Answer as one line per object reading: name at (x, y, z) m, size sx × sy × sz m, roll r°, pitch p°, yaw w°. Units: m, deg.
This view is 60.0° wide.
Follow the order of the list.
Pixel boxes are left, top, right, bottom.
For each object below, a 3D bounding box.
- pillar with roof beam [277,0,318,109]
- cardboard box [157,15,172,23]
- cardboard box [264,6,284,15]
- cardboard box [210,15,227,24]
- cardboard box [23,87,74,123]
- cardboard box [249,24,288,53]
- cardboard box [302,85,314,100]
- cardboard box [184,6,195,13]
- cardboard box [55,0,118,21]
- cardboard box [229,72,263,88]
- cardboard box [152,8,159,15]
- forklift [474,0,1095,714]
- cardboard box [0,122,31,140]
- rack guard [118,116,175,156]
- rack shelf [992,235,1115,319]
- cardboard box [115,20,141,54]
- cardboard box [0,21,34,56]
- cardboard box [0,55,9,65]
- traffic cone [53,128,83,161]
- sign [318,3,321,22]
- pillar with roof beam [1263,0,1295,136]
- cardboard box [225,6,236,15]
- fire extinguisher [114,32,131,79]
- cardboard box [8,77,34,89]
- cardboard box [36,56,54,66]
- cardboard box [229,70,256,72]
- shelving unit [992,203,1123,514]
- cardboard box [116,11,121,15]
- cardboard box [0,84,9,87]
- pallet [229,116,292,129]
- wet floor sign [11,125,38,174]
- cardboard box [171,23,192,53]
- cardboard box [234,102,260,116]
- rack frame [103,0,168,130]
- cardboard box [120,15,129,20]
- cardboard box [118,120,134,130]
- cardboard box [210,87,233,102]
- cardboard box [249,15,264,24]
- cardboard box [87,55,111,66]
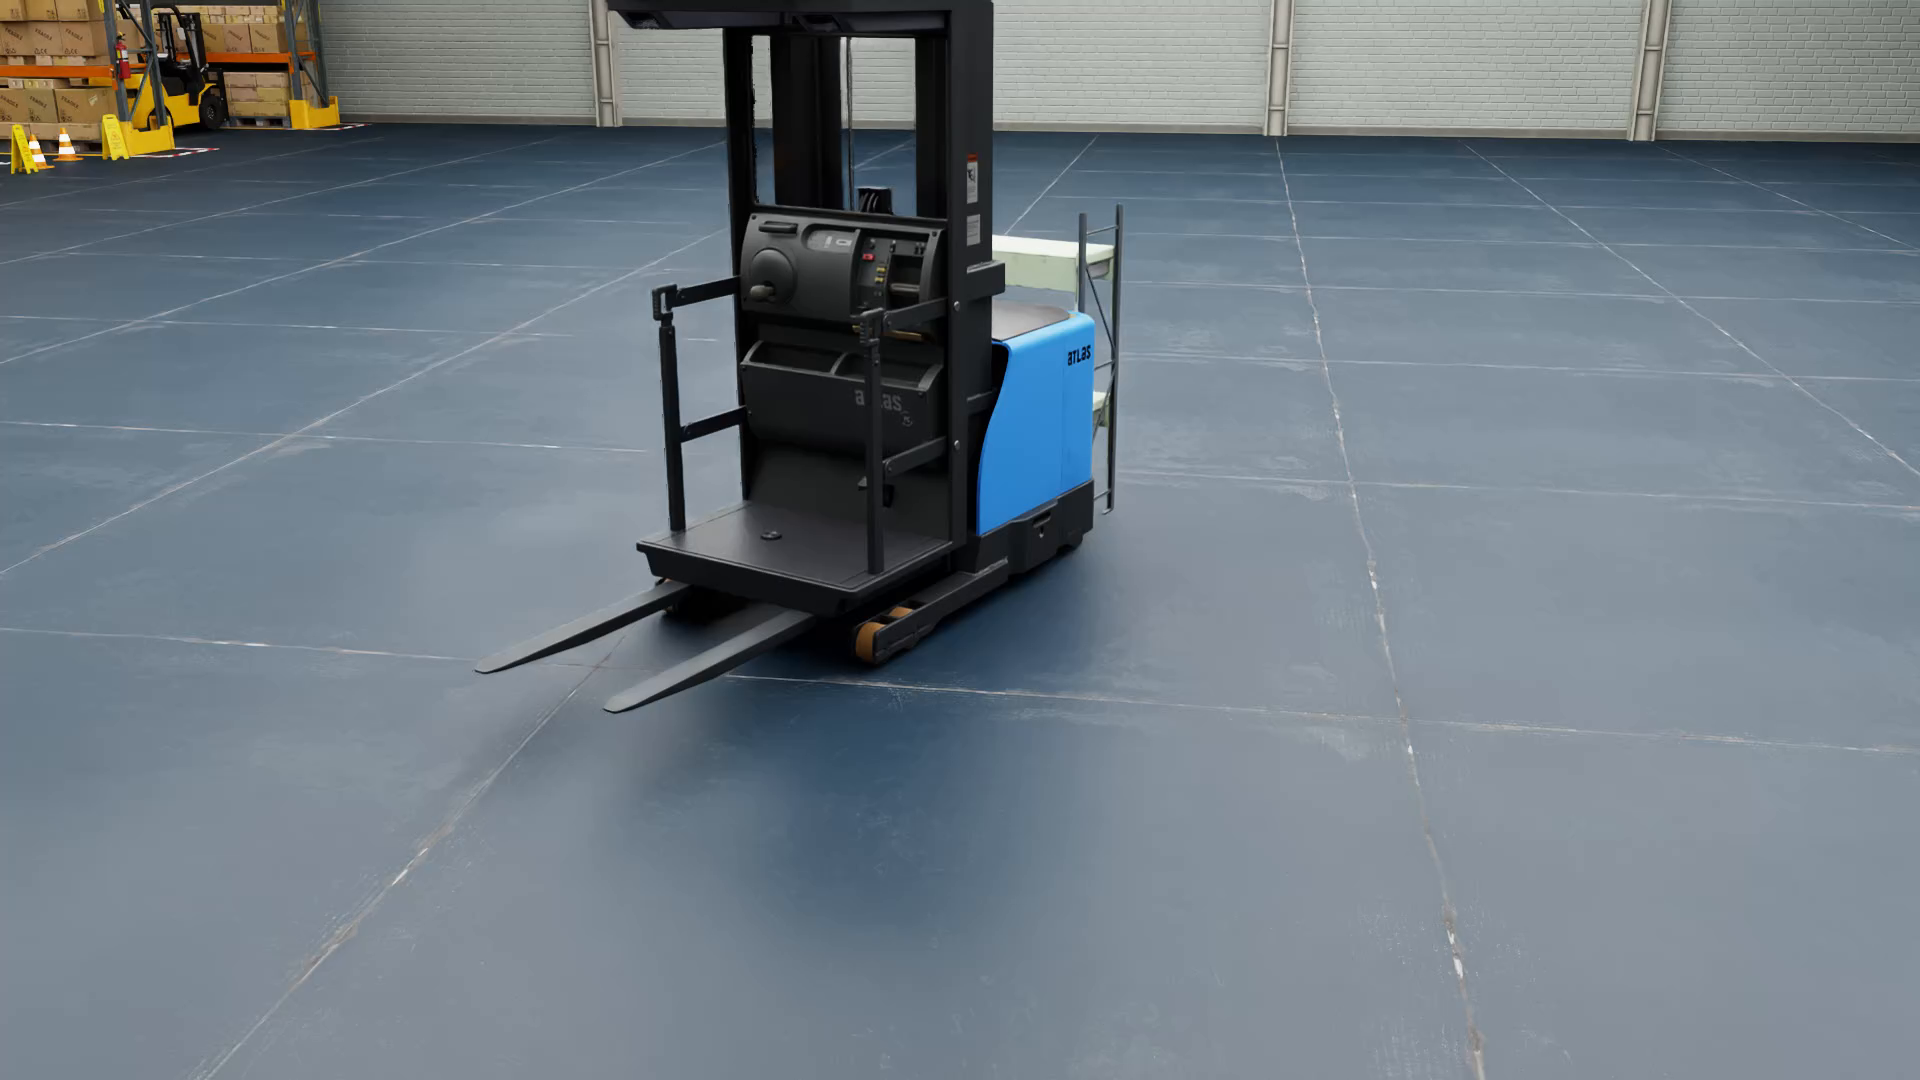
pillar with roof beam at (-13.024, -10.806, 25.916) m, size 0.400 × 9.000 × 9.100 m, roll 3°, pitch 19°, yaw 9°
cardboard box at (-14.214, -9.377, 29.920) m, size 0.250 × 0.149 × 0.380 m, roll 2°, pitch 19°, yaw 7°
cardboard box at (-12.184, -9.440, 29.641) m, size 0.250 × 0.149 × 0.380 m, roll 3°, pitch 19°, yaw 9°
cardboard box at (-13.201, -9.327, 29.772) m, size 0.250 × 0.149 × 0.380 m, roll 2°, pitch 19°, yaw 7°
cardboard box at (-13.929, -6.672, 25.505) m, size 0.500 × 0.500 × 0.500 m, roll 4°, pitch 19°, yaw 11°
cardboard box at (-12.325, -8.982, 29.763) m, size 0.500 × 0.500 × 0.500 m, roll 3°, pitch 19°, yaw 7°
cardboard box at (-12.228, -8.213, 30.506) m, size 0.500 × 0.250 × 0.500 m, roll 3°, pitch 19°, yaw 10°
cardboard box at (-13.700, -9.516, 29.866) m, size 0.250 × 0.149 × 0.380 m, roll 3°, pitch 19°, yaw 9°
cardboard box at (-13.120, -8.057, 24.953) m, size 0.500 × 0.500 × 0.700 m, roll 2°, pitch 19°, yaw 7°
cardboard box at (-12.806, -8.311, 30.010) m, size 0.500 × 0.250 × 0.500 m, roll 3°, pitch 19°, yaw 10°
cardboard box at (-14.455, -9.536, 29.927) m, size 0.250 × 0.149 × 0.380 m, roll 3°, pitch 19°, yaw 8°
forklift at (-0.594, -1.078, 6.407) m, size 1.130 × 2.935 × 3.031 m, roll 11°, pitch 22°, yaw 31°
cardboard box at (-14.449, -6.342, 25.700) m, size 0.500 × 0.250 × 0.500 m, roll 2°, pitch 19°, yaw 7°
rack guard at (-12.656, -6.255, 25.710) m, size 0.348 × 0.500 × 1.175 m, roll 3°, pitch 19°, yaw 9°
rack shelf at (0.339, -1.241, 7.920) m, size 0.720 × 0.370 × 0.431 m, roll 11°, pitch 22°, yaw 30°
cardboard box at (-13.004, -7.736, 25.570) m, size 0.500 × 0.500 × 0.500 m, roll 3°, pitch 19°, yaw 8°
cardboard box at (-14.147, -7.619, 25.221) m, size 0.500 × 0.500 × 0.500 m, roll 3°, pitch 19°, yaw 8°
cardboard box at (-14.490, -7.353, 25.446) m, size 0.250 × 0.149 × 0.380 m, roll 3°, pitch 19°, yaw 9°
traffic cone at (-13.210, -5.851, 24.562) m, size 0.334 × 0.463 × 0.336 m, roll 3°, pitch 19°, yaw 9°
sign at (-11.703, -9.614, 30.319) m, size 0.005 × 0.325 × 0.100 m, roll 3°, pitch 19°, yaw 9°
pillar with roof beam at (4.748, -9.900, 23.209) m, size 0.400 × 9.000 × 9.100 m, roll 3°, pitch 19°, yaw 9°
cardboard box at (-12.929, -9.483, 29.770) m, size 0.250 × 0.149 × 0.380 m, roll 3°, pitch 19°, yaw 9°
fire extinguisher at (-12.541, -7.250, 24.866) m, size 0.183 × 0.674 × 0.296 m, roll 3°, pitch 19°, yaw 9°
cardboard box at (-14.294, -6.979, 25.401) m, size 0.250 × 0.149 × 0.380 m, roll 4°, pitch 19°, yaw 11°
cardboard box at (-13.760, -7.271, 25.201) m, size 0.250 × 0.149 × 0.380 m, roll 3°, pitch 19°, yaw 10°
cardboard box at (-13.228, -8.498, 30.568) m, size 0.500 × 0.250 × 0.500 m, roll 3°, pitch 19°, yaw 8°
shelving unit at (0.339, -0.871, 8.044) m, size 0.755 × 1.500 × 0.431 m, roll 11°, pitch 22°, yaw 30°
cardboard box at (-15.203, -9.601, 30.122) m, size 0.250 × 0.149 × 0.380 m, roll 3°, pitch 19°, yaw 9°
cardboard box at (-14.897, -6.893, 26.166) m, size 0.500 × 0.500 × 0.500 m, roll 4°, pitch 19°, yaw 12°
pallet at (-12.559, -7.695, 30.469) m, size 1.213 × 0.211 × 1.003 m, roll 3°, pitch 19°, yaw 9°
wet floor sign at (-12.923, -5.383, 22.875) m, size 0.232 × 0.644 × 0.267 m, roll 0°, pitch 19°, yaw -1°
cardboard box at (-13.839, -9.059, 29.992) m, size 0.500 × 0.500 × 0.500 m, roll 3°, pitch 19°, yaw 9°
cardboard box at (-12.801, -7.840, 30.179) m, size 0.500 × 0.250 × 0.500 m, roll 3°, pitch 19°, yaw 9°
rack frame at (-12.581, -7.437, 25.302) m, size 0.127 × 3.000 × 1.000 m, roll 3°, pitch 19°, yaw 9°
cardboard box at (-14.956, -9.433, 30.089) m, size 0.250 × 0.149 × 0.380 m, roll 3°, pitch 19°, yaw 9°
cardboard box at (-13.333, -6.459, 26.052) m, size 0.500 × 0.250 × 0.500 m, roll 3°, pitch 19°, yaw 8°
cardboard box at (-13.334, -8.099, 30.165) m, size 0.500 × 0.250 × 0.500 m, roll 2°, pitch 19°, yaw 7°
cardboard box at (-12.441, -9.280, 29.632) m, size 0.250 × 0.149 × 0.380 m, roll 3°, pitch 19°, yaw 10°
cardboard box at (-12.984, -7.270, 25.198) m, size 0.250 × 0.149 × 0.380 m, roll 4°, pitch 19°, yaw 10°
